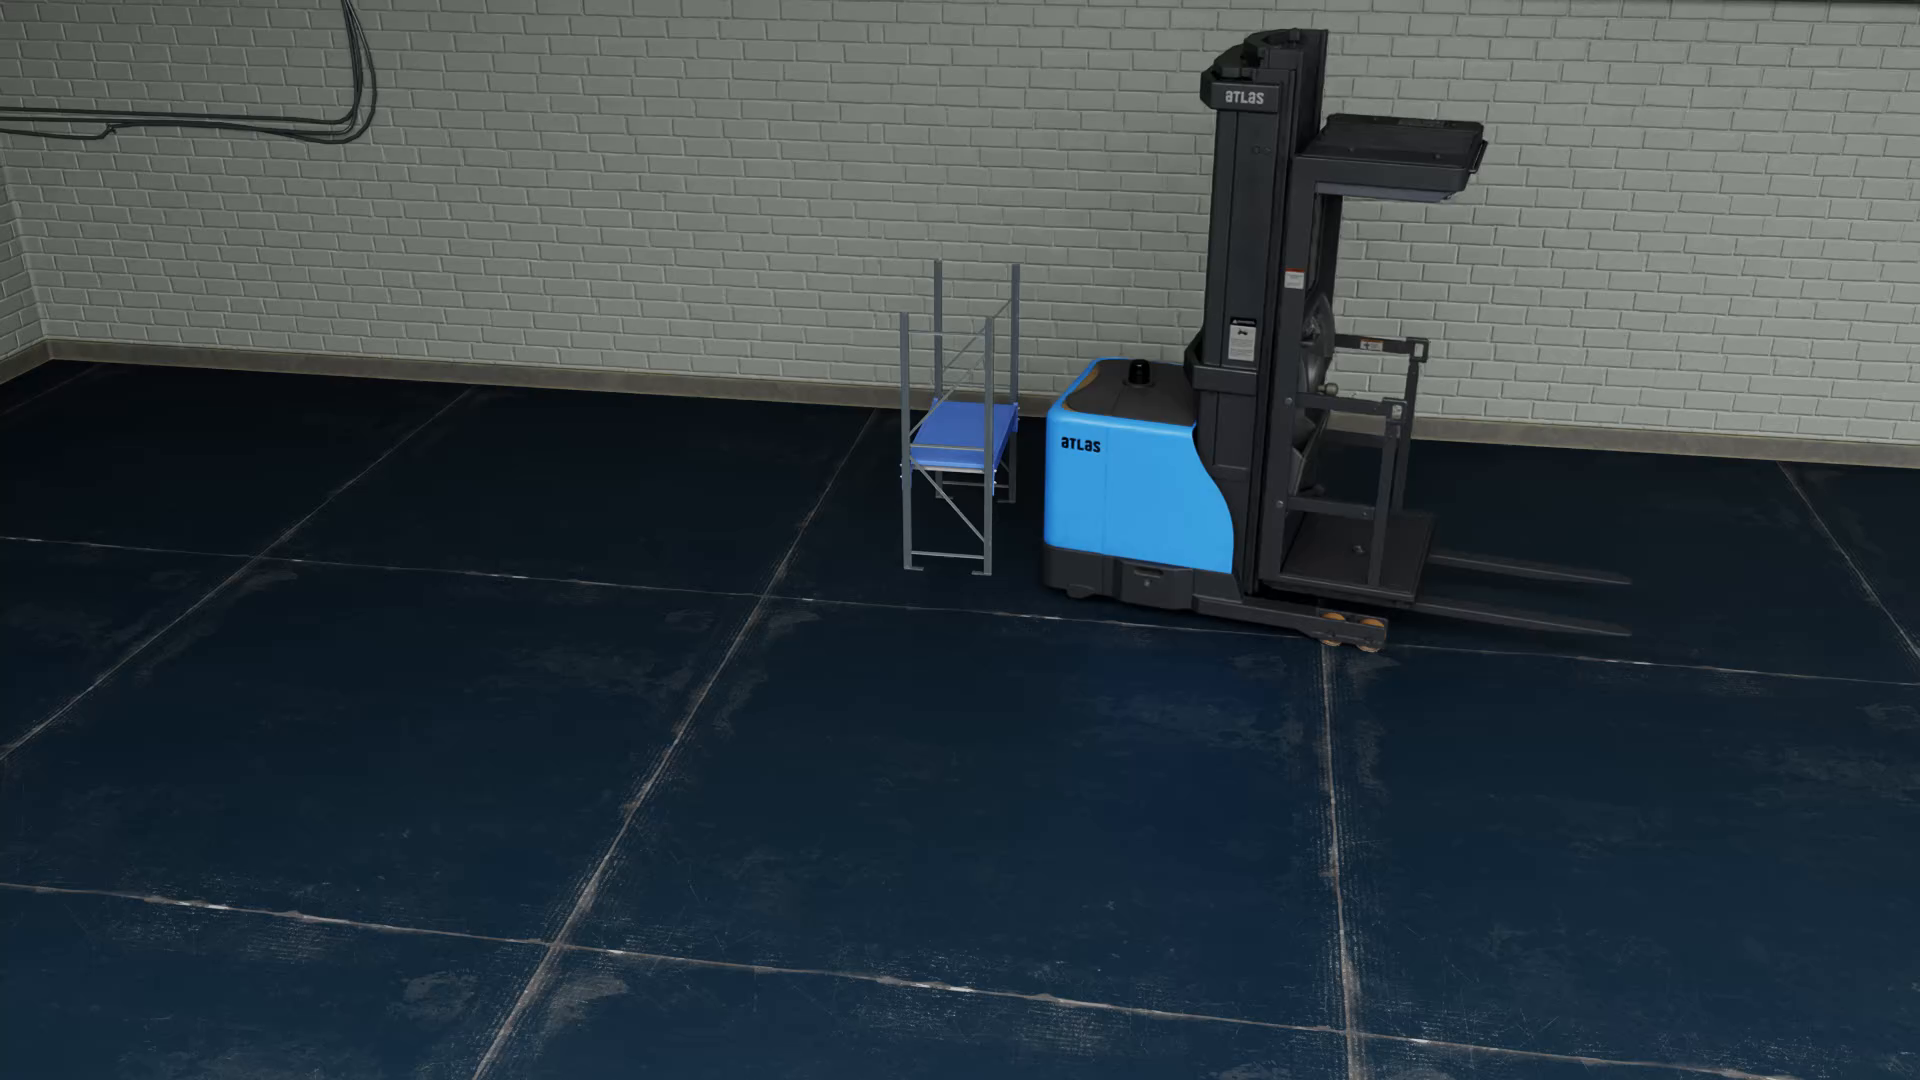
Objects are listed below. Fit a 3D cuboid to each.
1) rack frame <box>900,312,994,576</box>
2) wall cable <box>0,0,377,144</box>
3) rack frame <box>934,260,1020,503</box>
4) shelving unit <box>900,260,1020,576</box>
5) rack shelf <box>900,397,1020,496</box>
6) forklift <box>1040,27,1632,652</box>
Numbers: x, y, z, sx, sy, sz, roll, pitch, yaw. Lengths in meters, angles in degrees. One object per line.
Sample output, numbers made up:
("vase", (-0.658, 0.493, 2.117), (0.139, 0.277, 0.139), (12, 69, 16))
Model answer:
("rack frame", (-0.069, -0.502, 9.054), (0.500, 1.500, 0.032), (4, 25, 9))
("wall cable", (-5.519, -3.940, 11.216), (3.097, 2.526, 0.112), (4, 25, 9))
("rack frame", (0.097, -0.928, 9.962), (0.500, 1.500, 0.032), (4, 25, 9))
("shelving unit", (0.014, -0.715, 9.508), (0.538, 1.500, 1.048), (4, 25, 9))
("rack shelf", (0.014, -0.552, 9.585), (0.538, 0.185, 1.000), (4, 25, 9))
("forklift", (2.010, -1.008, 8.446), (3.031, 2.935, 1.130), (9, 26, 18))
